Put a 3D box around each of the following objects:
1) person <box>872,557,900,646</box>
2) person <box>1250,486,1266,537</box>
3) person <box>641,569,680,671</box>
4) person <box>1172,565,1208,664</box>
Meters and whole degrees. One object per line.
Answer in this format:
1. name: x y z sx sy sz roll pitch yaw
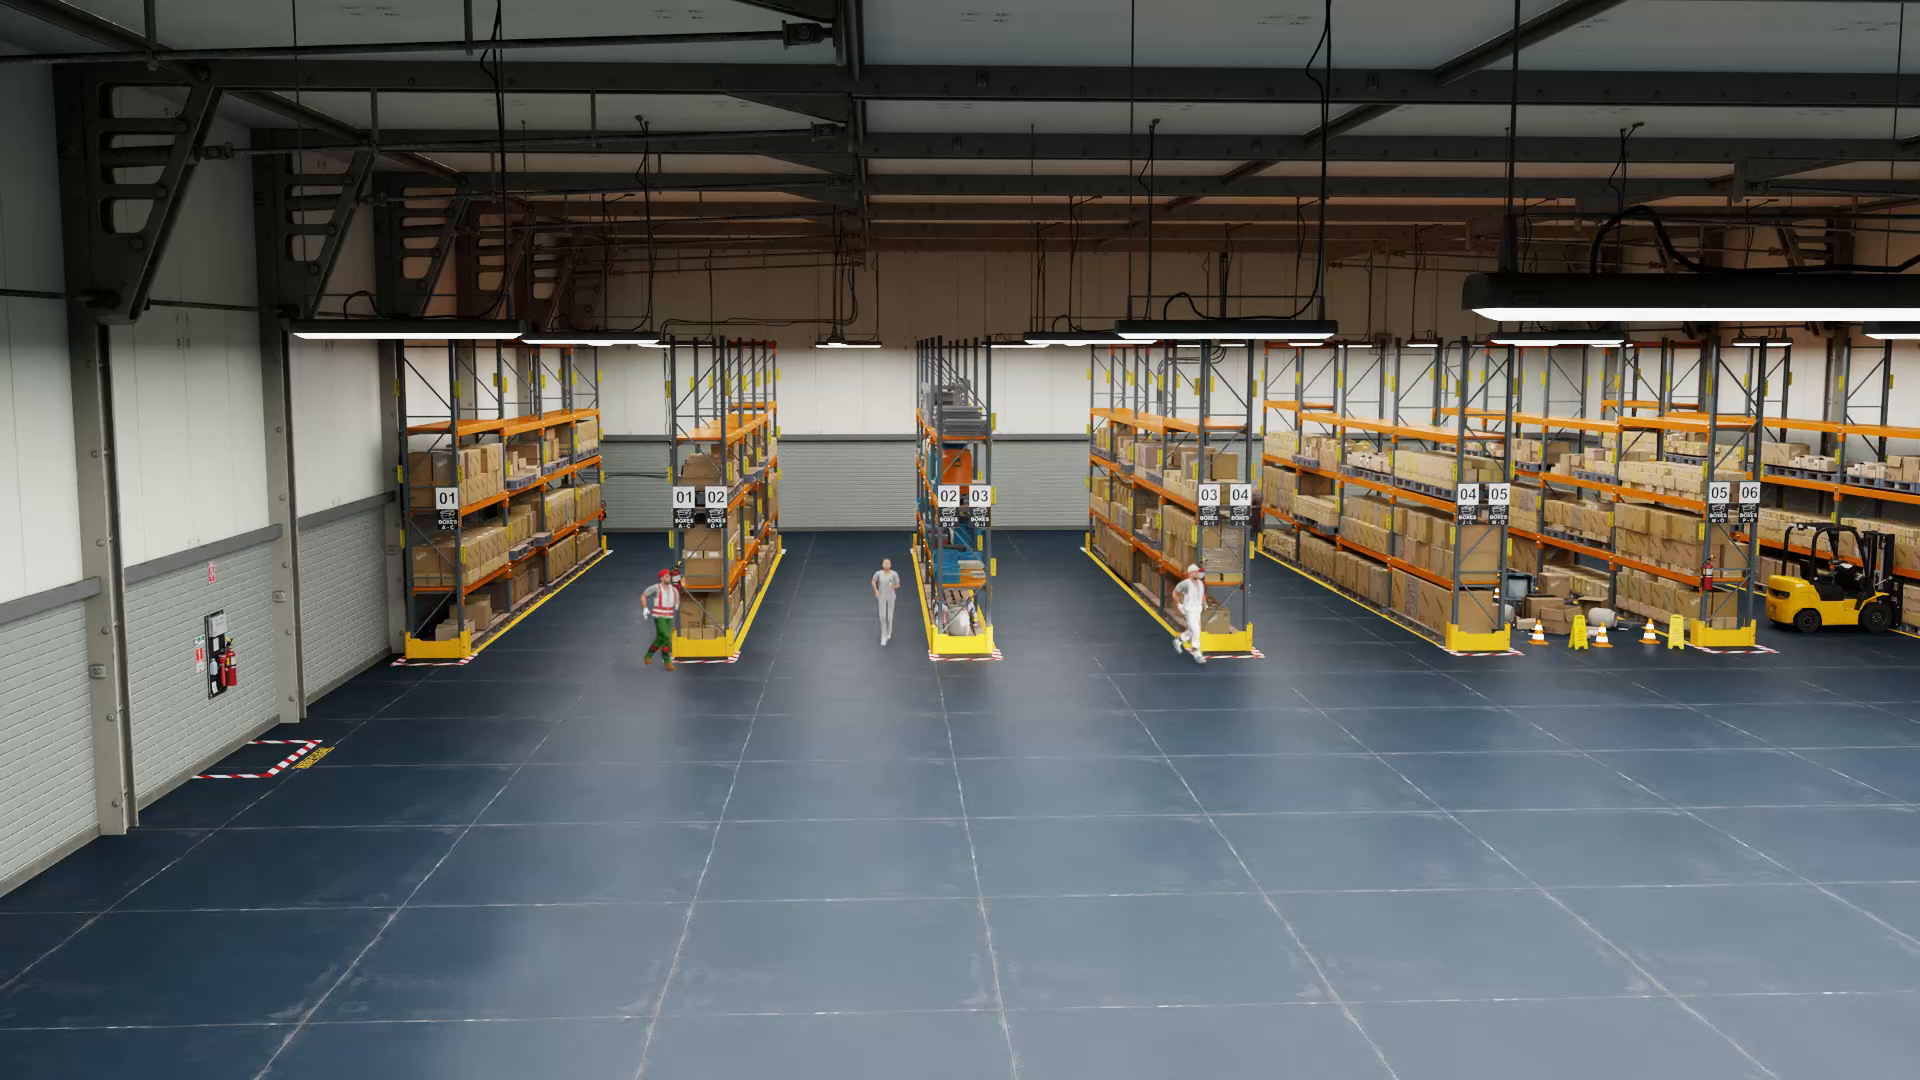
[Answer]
1. person: -1.442 1.198 32.630 0.545 1.729 0.723 -1 7 -5
2. person: 8.638 -0.697 48.798 0.967 1.764 0.740 -1 7 -11
3. person: -5.323 1.420 30.029 0.901 1.775 0.694 6 9 41
4. person: 4.289 1.342 30.895 0.680 1.794 0.934 -5 8 -39
